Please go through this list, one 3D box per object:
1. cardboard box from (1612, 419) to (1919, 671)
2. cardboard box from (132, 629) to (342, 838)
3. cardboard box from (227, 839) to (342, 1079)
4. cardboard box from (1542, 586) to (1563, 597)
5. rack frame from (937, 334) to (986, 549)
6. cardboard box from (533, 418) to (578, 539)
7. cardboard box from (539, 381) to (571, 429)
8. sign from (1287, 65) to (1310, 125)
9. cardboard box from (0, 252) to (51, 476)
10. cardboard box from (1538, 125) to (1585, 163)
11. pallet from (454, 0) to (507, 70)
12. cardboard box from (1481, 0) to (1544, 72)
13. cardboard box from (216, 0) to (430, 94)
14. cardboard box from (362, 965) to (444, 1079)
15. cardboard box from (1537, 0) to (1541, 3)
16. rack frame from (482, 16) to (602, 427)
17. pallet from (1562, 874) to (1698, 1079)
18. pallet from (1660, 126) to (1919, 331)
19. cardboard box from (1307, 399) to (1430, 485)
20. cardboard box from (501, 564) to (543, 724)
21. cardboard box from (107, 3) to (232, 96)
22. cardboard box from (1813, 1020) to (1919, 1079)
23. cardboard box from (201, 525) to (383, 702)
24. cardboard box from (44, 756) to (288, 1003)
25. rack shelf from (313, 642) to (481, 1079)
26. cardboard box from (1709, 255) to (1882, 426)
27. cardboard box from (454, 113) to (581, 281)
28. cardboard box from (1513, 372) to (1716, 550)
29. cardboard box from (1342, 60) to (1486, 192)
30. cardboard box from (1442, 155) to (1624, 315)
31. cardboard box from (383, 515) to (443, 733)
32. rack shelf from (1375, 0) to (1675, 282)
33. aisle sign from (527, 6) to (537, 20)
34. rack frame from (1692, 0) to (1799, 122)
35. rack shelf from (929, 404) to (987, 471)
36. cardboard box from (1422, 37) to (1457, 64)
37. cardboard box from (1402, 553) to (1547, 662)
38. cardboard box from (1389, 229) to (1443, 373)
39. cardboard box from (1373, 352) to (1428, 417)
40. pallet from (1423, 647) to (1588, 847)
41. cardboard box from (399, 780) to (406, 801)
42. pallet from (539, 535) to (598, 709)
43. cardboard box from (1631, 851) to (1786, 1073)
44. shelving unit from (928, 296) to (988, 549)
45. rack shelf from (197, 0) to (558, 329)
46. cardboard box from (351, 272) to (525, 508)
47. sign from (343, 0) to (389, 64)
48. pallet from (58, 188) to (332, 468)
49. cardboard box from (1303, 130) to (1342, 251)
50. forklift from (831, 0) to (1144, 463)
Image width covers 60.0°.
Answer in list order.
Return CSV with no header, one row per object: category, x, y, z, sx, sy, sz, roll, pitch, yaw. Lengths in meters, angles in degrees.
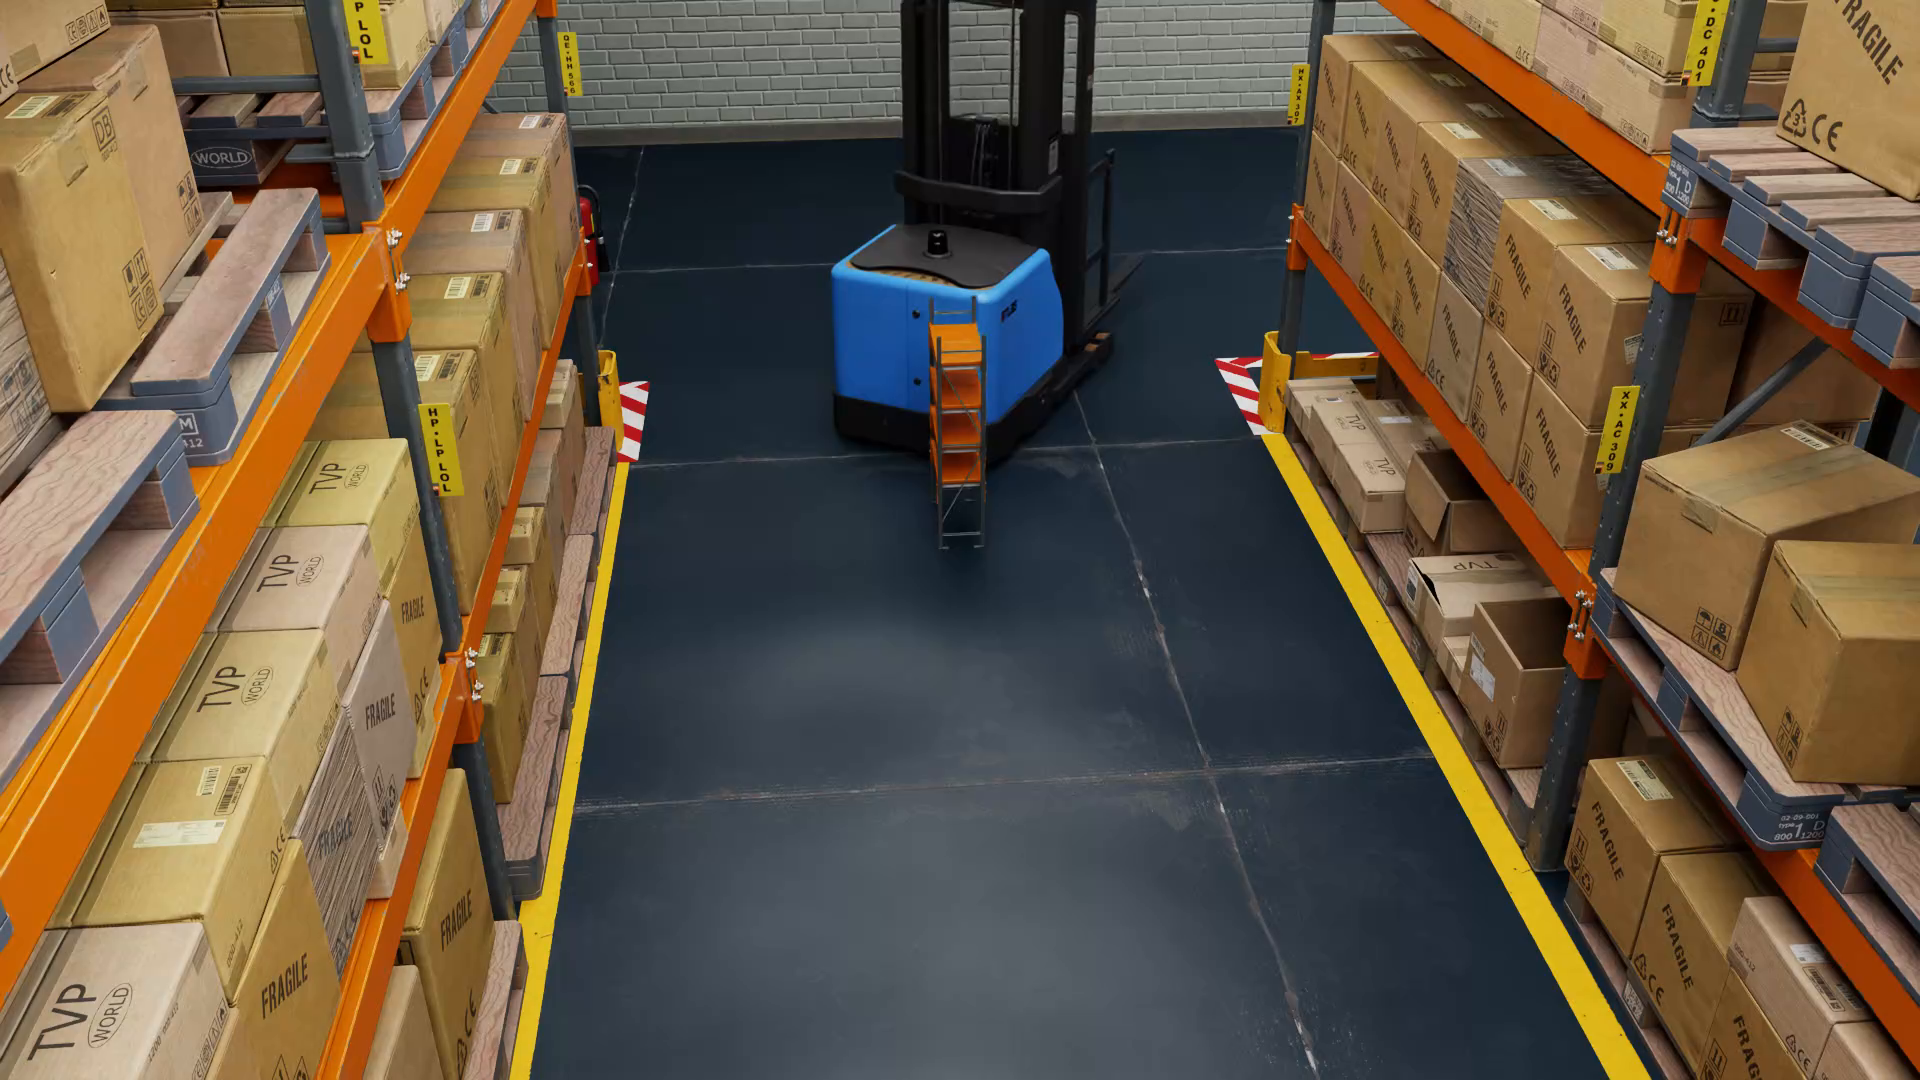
cardboard box,2.575,0.002,5.314,0.700,0.500,0.500,-13,33,-21
cardboard box,-1.794,0.459,3.918,0.500,0.250,0.500,-2,31,-4
cardboard box,-1.736,1.028,3.696,0.500,0.500,0.500,-2,31,-3
cardboard box,2.839,0.335,7.598,0.380,0.166,0.250,-3,31,-5
rack frame,0.007,-0.475,8.375,0.240,1.200,0.015,-3,31,-5
cardboard box,-2.340,-0.329,8.404,0.700,0.500,0.500,-3,31,-5
cardboard box,-2.168,-0.676,8.352,0.380,0.149,0.250,-2,31,-3
sign,1.840,-2.415,9.023,0.100,0.325,0.005,-3,31,-5
cardboard box,-2.106,-0.313,2.897,0.700,0.500,0.500,-3,31,-5
cardboard box,2.845,-1.543,7.335,0.500,0.500,0.500,-2,31,-3
pallet,-2.355,-2.077,6.464,1.003,0.211,1.213,-3,31,-5
cardboard box,2.352,-1.997,6.388,0.500,0.250,0.500,-3,31,-5
cardboard box,-1.980,-1.600,5.217,0.500,0.250,0.500,-3,31,-5
cardboard box,-1.902,1.734,4.608,0.750,0.750,0.750,-2,31,-3
cardboard box,2.350,-2.211,6.260,0.500,0.250,0.500,-3,31,-5
rack frame,-2.551,-1.830,8.888,1.000,3.000,0.127,-3,31,-5
pallet,2.868,1.584,5.893,1.003,0.211,1.213,-3,31,-5
pallet,2.745,-0.898,4.586,1.213,0.211,1.003,-3,31,-5
cardboard box,2.195,-0.531,8.966,0.500,0.250,0.500,-3,31,-5
cardboard box,-2.189,0.462,7.080,0.700,0.500,0.500,-3,31,-5
cardboard box,-2.475,-1.572,5.172,0.500,0.250,0.500,-2,31,-4
cardboard box,2.697,1.561,4.489,0.500,0.250,0.500,-3,31,-6
cardboard box,-1.841,0.199,4.354,0.500,0.250,0.500,-2,31,-4
cardboard box,-1.745,0.719,3.482,0.500,0.250,0.500,-3,31,-6
rack shelf,-1.991,1.542,3.944,1.077,0.370,4.000,-3,31,-5
cardboard box,2.990,-0.753,6.013,0.500,0.500,0.500,-2,31,-3
cardboard box,-2.494,-1.699,8.376,0.980,0.700,0.700,-1,31,-2
cardboard box,2.452,-0.313,6.251,0.500,0.500,0.500,-2,31,-4
cardboard box,2.215,-2.036,8.160,0.500,0.500,0.500,-2,31,-4
cardboard box,2.351,-1.264,6.868,0.500,0.500,0.500,-3,31,-4
cardboard box,-1.884,0.257,4.988,0.500,0.500,0.500,-3,31,-5
rack shelf,2.567,-2.027,6.995,1.077,0.370,4.000,-3,31,-5
aisle sign,-2.260,-2.997,8.307,0.394,0.787,0.004,-3,31,-5
rack frame,2.754,-2.602,4.332,1.000,3.000,0.127,-3,31,-5
rack shelf,-0.015,-0.542,8.618,0.258,0.148,0.480,-3,31,-5
cardboard box,2.696,-2.327,8.649,0.500,0.500,0.500,-3,31,-5
cardboard box,2.348,0.278,7.552,0.500,0.311,0.500,-3,31,-5
cardboard box,2.302,-1.098,7.566,0.500,0.500,0.500,-2,31,-4
cardboard box,2.676,-0.919,9.372,0.500,0.500,0.500,-3,31,-5
pallet,2.691,0.820,7.172,1.003,0.211,1.213,-3,31,-5
cardboard box,-1.838,0.733,4.824,0.380,0.149,0.250,-2,31,-3
pallet,-2.288,0.393,7.886,1.003,0.211,1.213,-3,31,-5
cardboard box,2.617,1.388,5.510,0.500,0.500,0.500,-2,31,-4
shelving unit,-0.015,-0.600,8.584,0.258,1.200,0.503,-3,31,-5
rack shelf,-2.365,-1.788,6.594,1.077,0.370,4.000,-3,31,-5
cardboard box,-2.275,-0.567,6.482,0.980,0.700,0.700,-4,31,-6
sign,-1.638,-1.464,4.539,0.100,0.325,0.005,-3,31,-5
pallet,-2.043,-0.528,3.970,0.805,0.209,1.217,-4,31,-7
cardboard box,2.159,-1.873,8.863,0.500,0.500,0.500,-2,31,-4
forklift,0.347,-2.424,9.950,1.130,2.935,3.031,13,33,21
